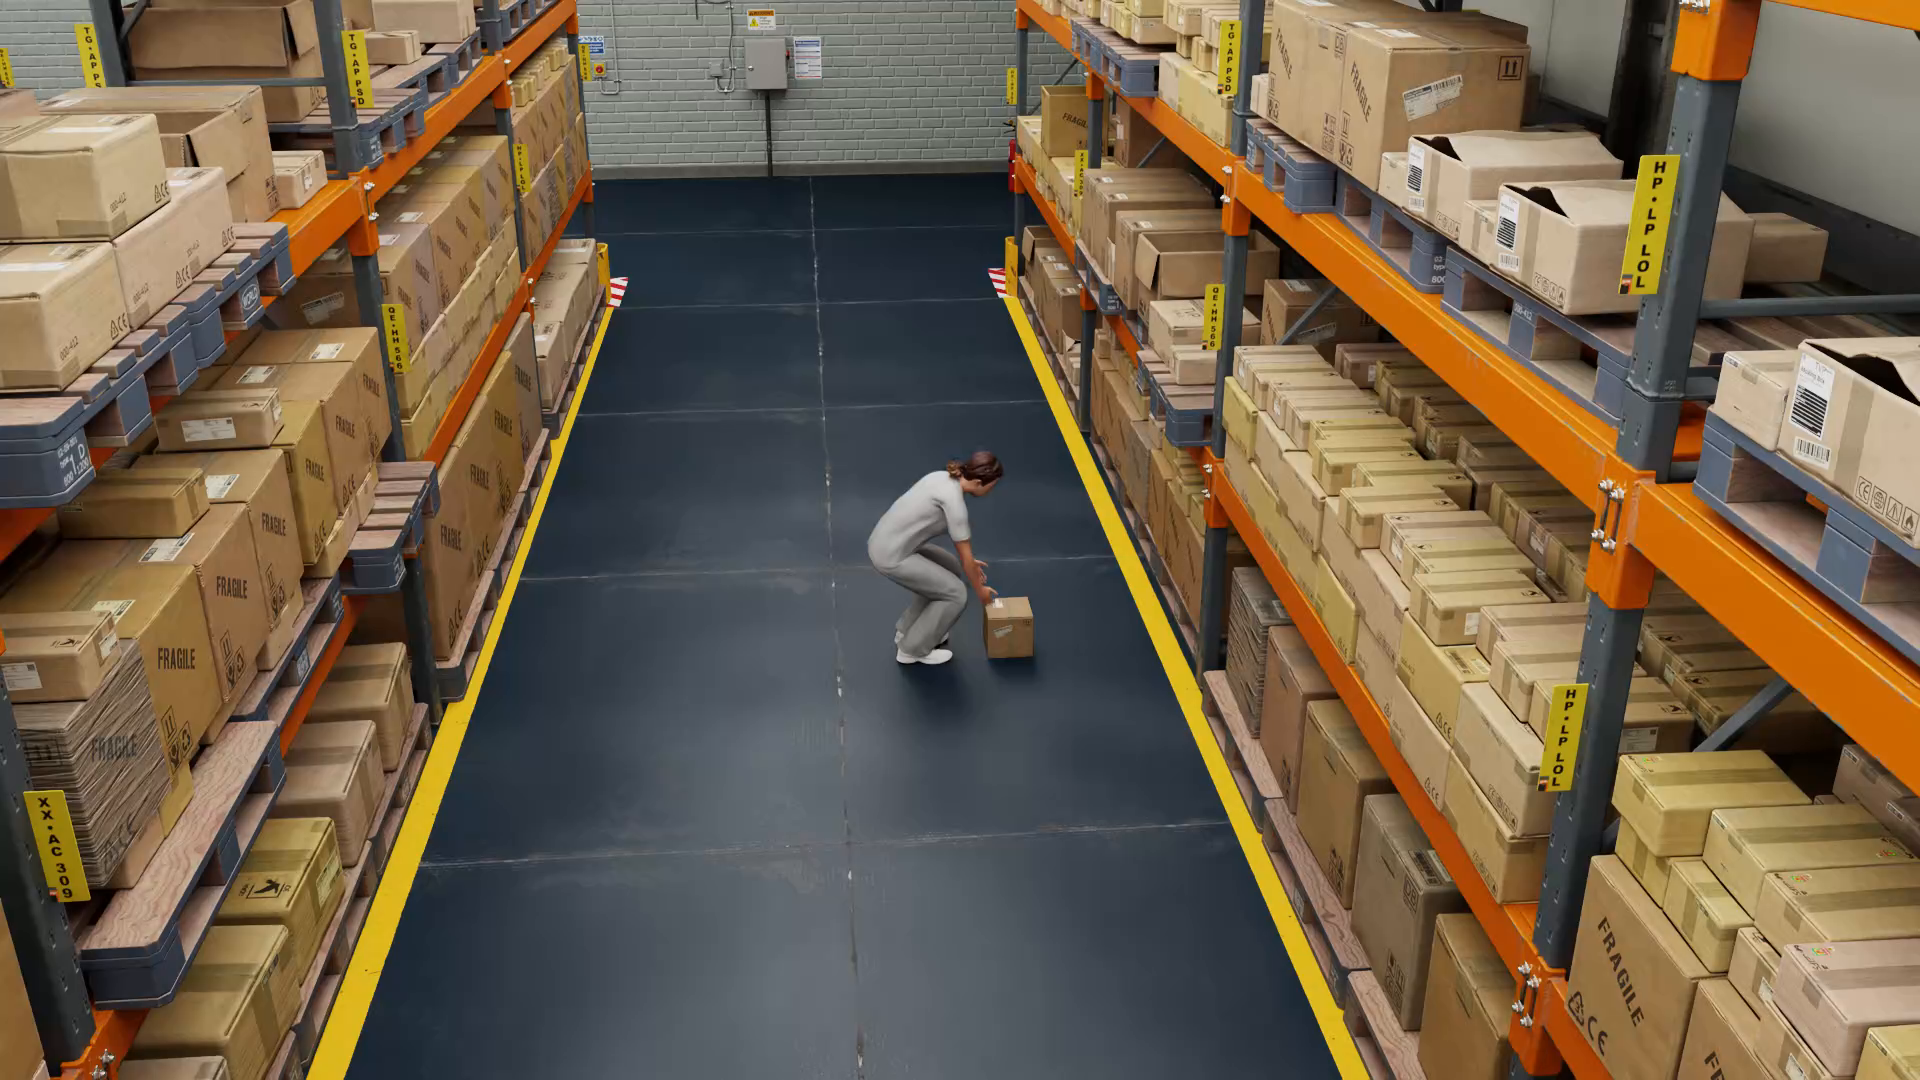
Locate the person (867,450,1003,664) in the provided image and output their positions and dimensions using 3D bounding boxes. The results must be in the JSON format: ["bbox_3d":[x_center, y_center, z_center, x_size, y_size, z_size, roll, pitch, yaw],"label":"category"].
[{"bbox_3d":[-0.134,0.075,9.077,0.740,1.158,0.496,-2,24,-5],"label":"person"}]
